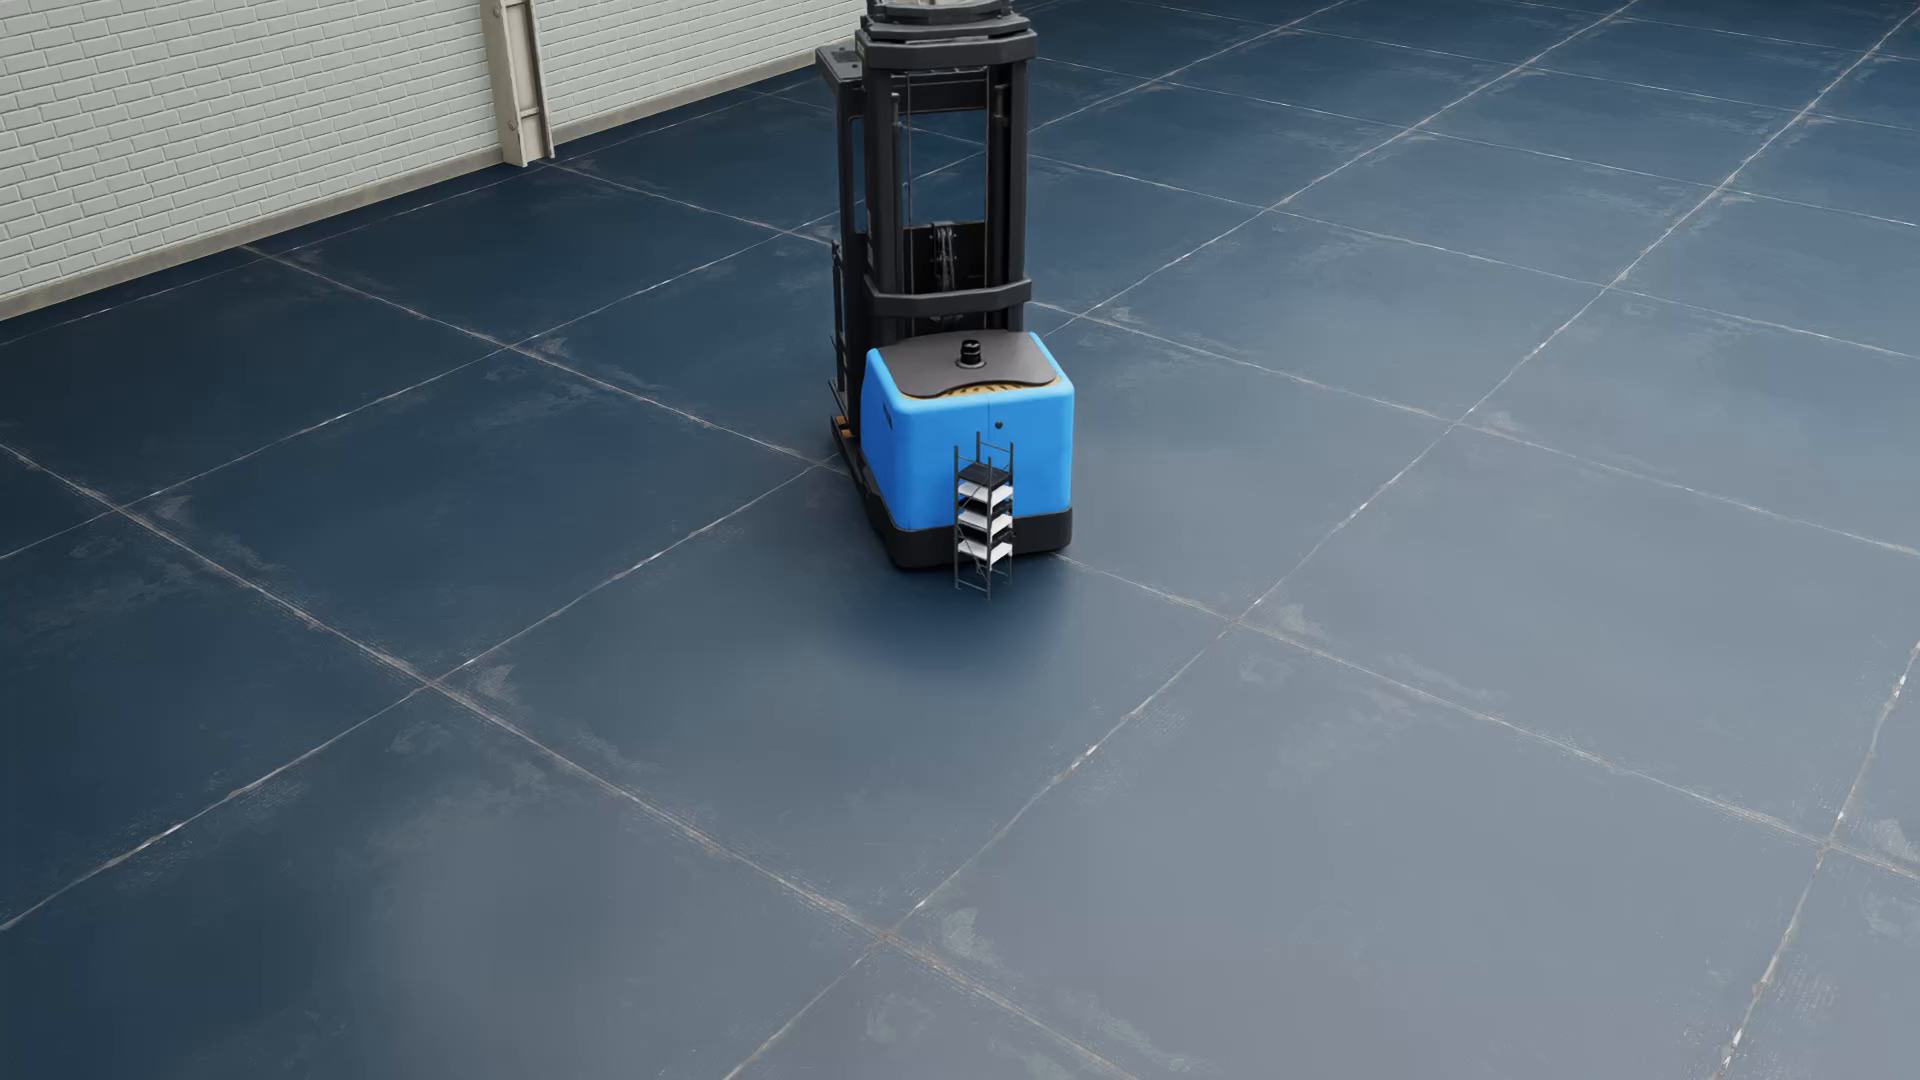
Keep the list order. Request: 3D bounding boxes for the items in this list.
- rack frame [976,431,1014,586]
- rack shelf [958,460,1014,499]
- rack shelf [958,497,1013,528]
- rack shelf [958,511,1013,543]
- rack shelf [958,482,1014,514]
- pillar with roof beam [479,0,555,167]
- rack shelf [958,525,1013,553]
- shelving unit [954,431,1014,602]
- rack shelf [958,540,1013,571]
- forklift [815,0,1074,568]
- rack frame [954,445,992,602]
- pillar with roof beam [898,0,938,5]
[{"bbox_3d":[0.188,-0.166,9.147,0.240,0.900,0.006,20,36,30],"label":"rack frame"},{"bbox_3d":[0.128,-0.328,8.956,0.258,0.077,0.200,20,36,30],"label":"rack shelf"},{"bbox_3d":[0.128,-0.173,9.048,0.258,0.077,0.200,20,36,30],"label":"rack shelf"},{"bbox_3d":[0.128,-0.095,9.094,0.258,0.077,0.200,20,36,30],"label":"rack shelf"},{"bbox_3d":[0.128,-0.250,9.002,0.258,0.077,0.200,20,36,30],"label":"rack shelf"},{"bbox_3d":[-0.692,-6.190,11.369,9.100,9.000,0.400,21,37,31],"label":"pillar with roof beam"},{"bbox_3d":[0.128,-0.018,9.139,0.258,0.077,0.200,20,36,30],"label":"rack shelf"},{"bbox_3d":[0.128,-0.124,9.077,0.258,0.900,0.210,20,36,30],"label":"shelving unit"},{"bbox_3d":[0.128,0.060,9.185,0.258,0.077,0.200,20,36,30],"label":"rack shelf"},{"bbox_3d":[-0.216,-1.845,9.988,1.130,2.935,3.031,-7,31,-12],"label":"forklift"},{"bbox_3d":[0.068,-0.082,9.006,0.240,0.900,0.006,20,36,30],"label":"rack frame"},{"bbox_3d":[2.930,-8.629,15.484,9.100,9.000,0.400,21,37,31],"label":"pillar with roof beam"}]
